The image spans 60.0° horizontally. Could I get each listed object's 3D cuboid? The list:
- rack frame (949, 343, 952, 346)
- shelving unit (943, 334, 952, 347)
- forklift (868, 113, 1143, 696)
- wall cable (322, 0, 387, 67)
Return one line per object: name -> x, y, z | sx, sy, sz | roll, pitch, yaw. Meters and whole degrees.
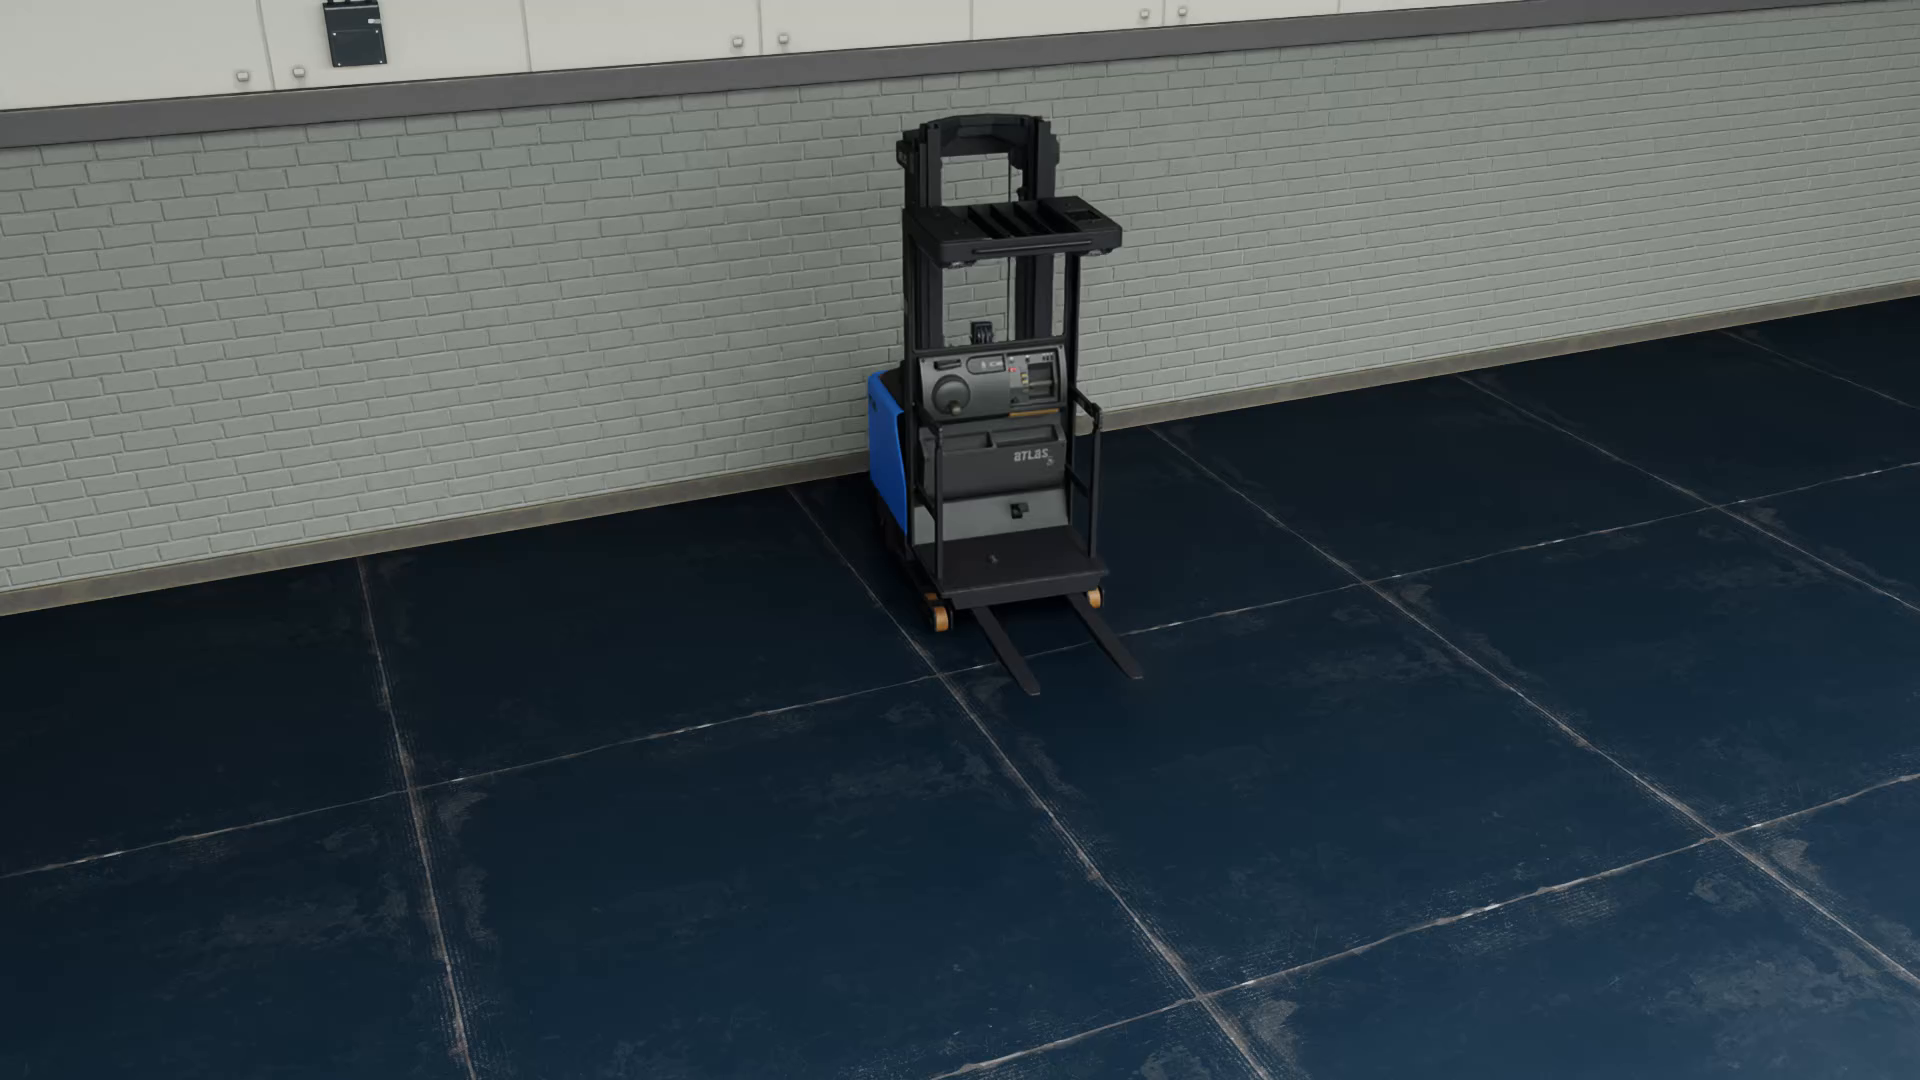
rack frame -> -0.173, -0.803, 11.674 | 0.240, 1.200, 0.006 | -8, 27, -15
shelving unit -> -0.200, -0.842, 11.752 | 0.258, 1.200, 0.189 | -8, 27, -15
forklift -> 0.269, -0.942, 9.984 | 1.130, 2.935, 3.031 | -8, 27, -15
wall cable -> -2.653, -5.701, 8.941 | 2.305, 6.003, 0.169 | -11, 28, -21
